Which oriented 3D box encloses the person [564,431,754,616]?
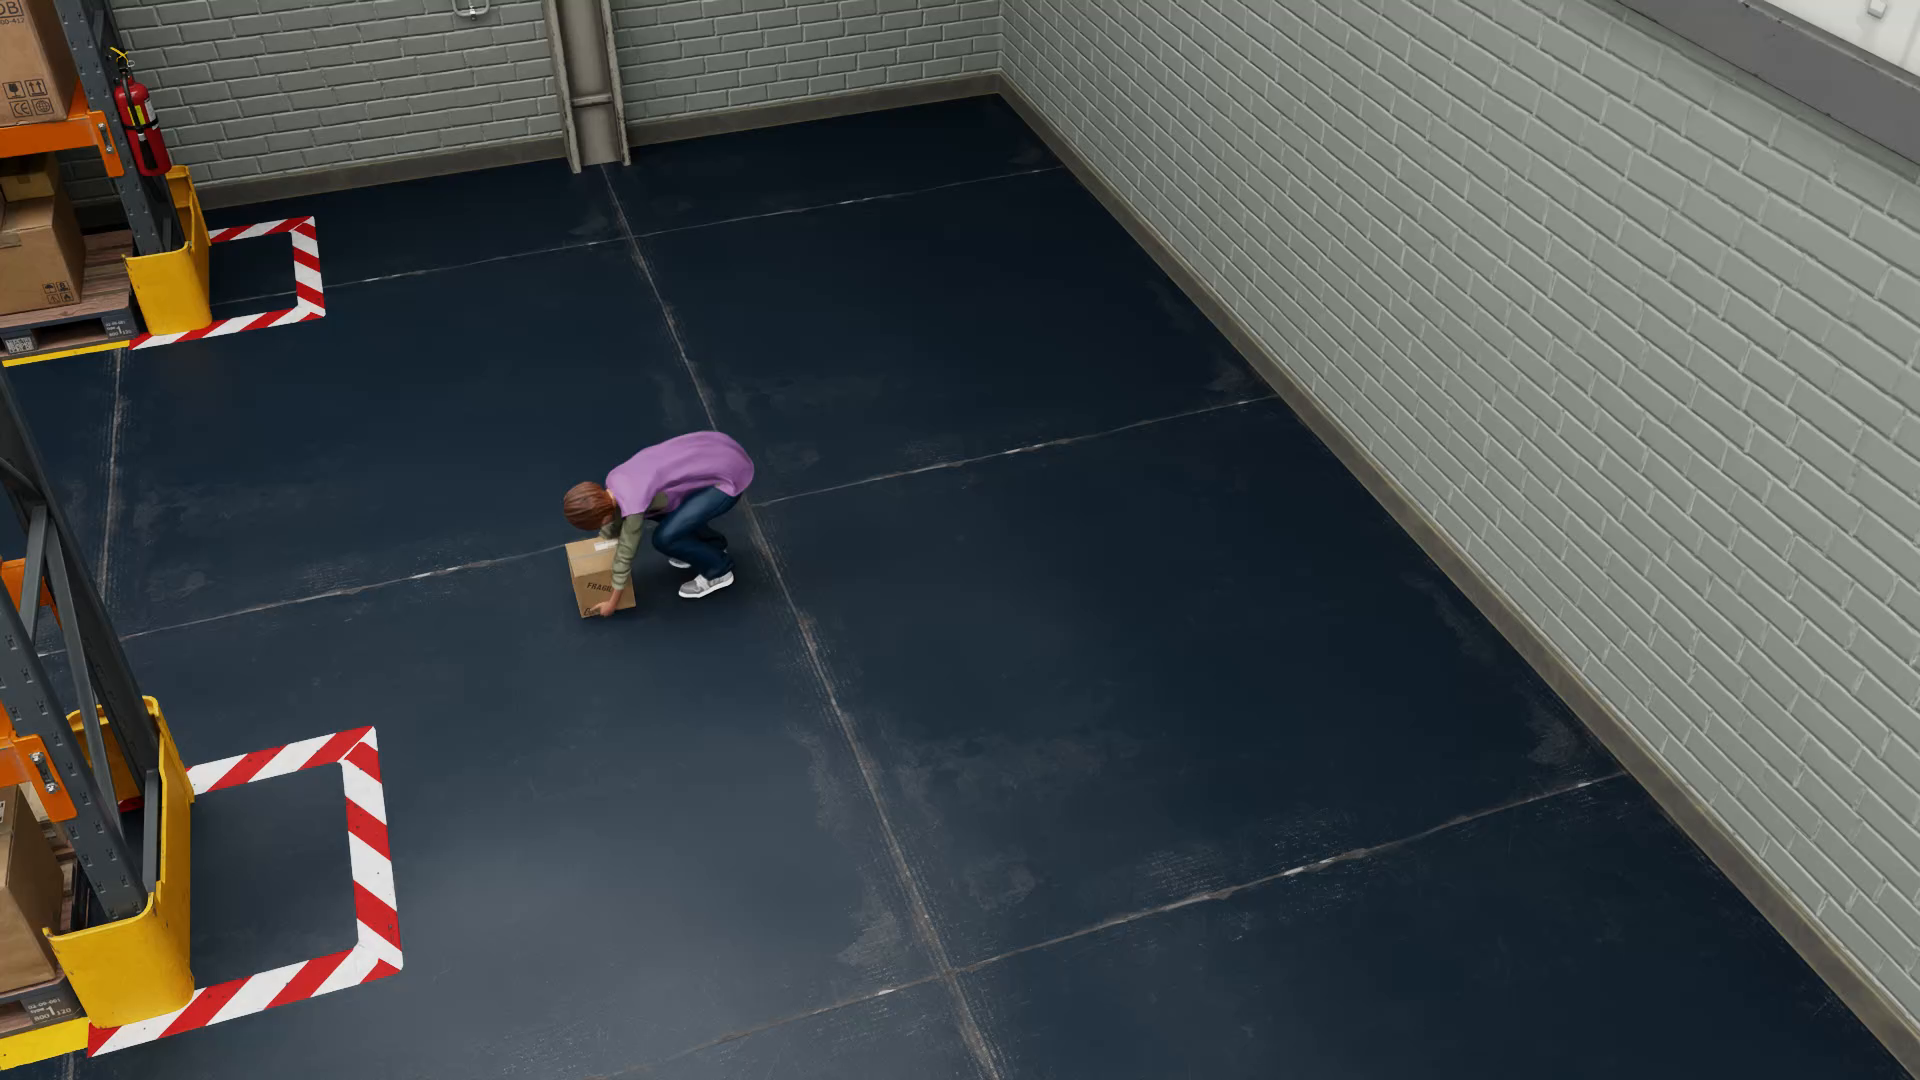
[{"bbox_3d":[-1.352,-0.089,7.598,0.871,0.778,0.429,-14,40,-17],"label":"person"}]
